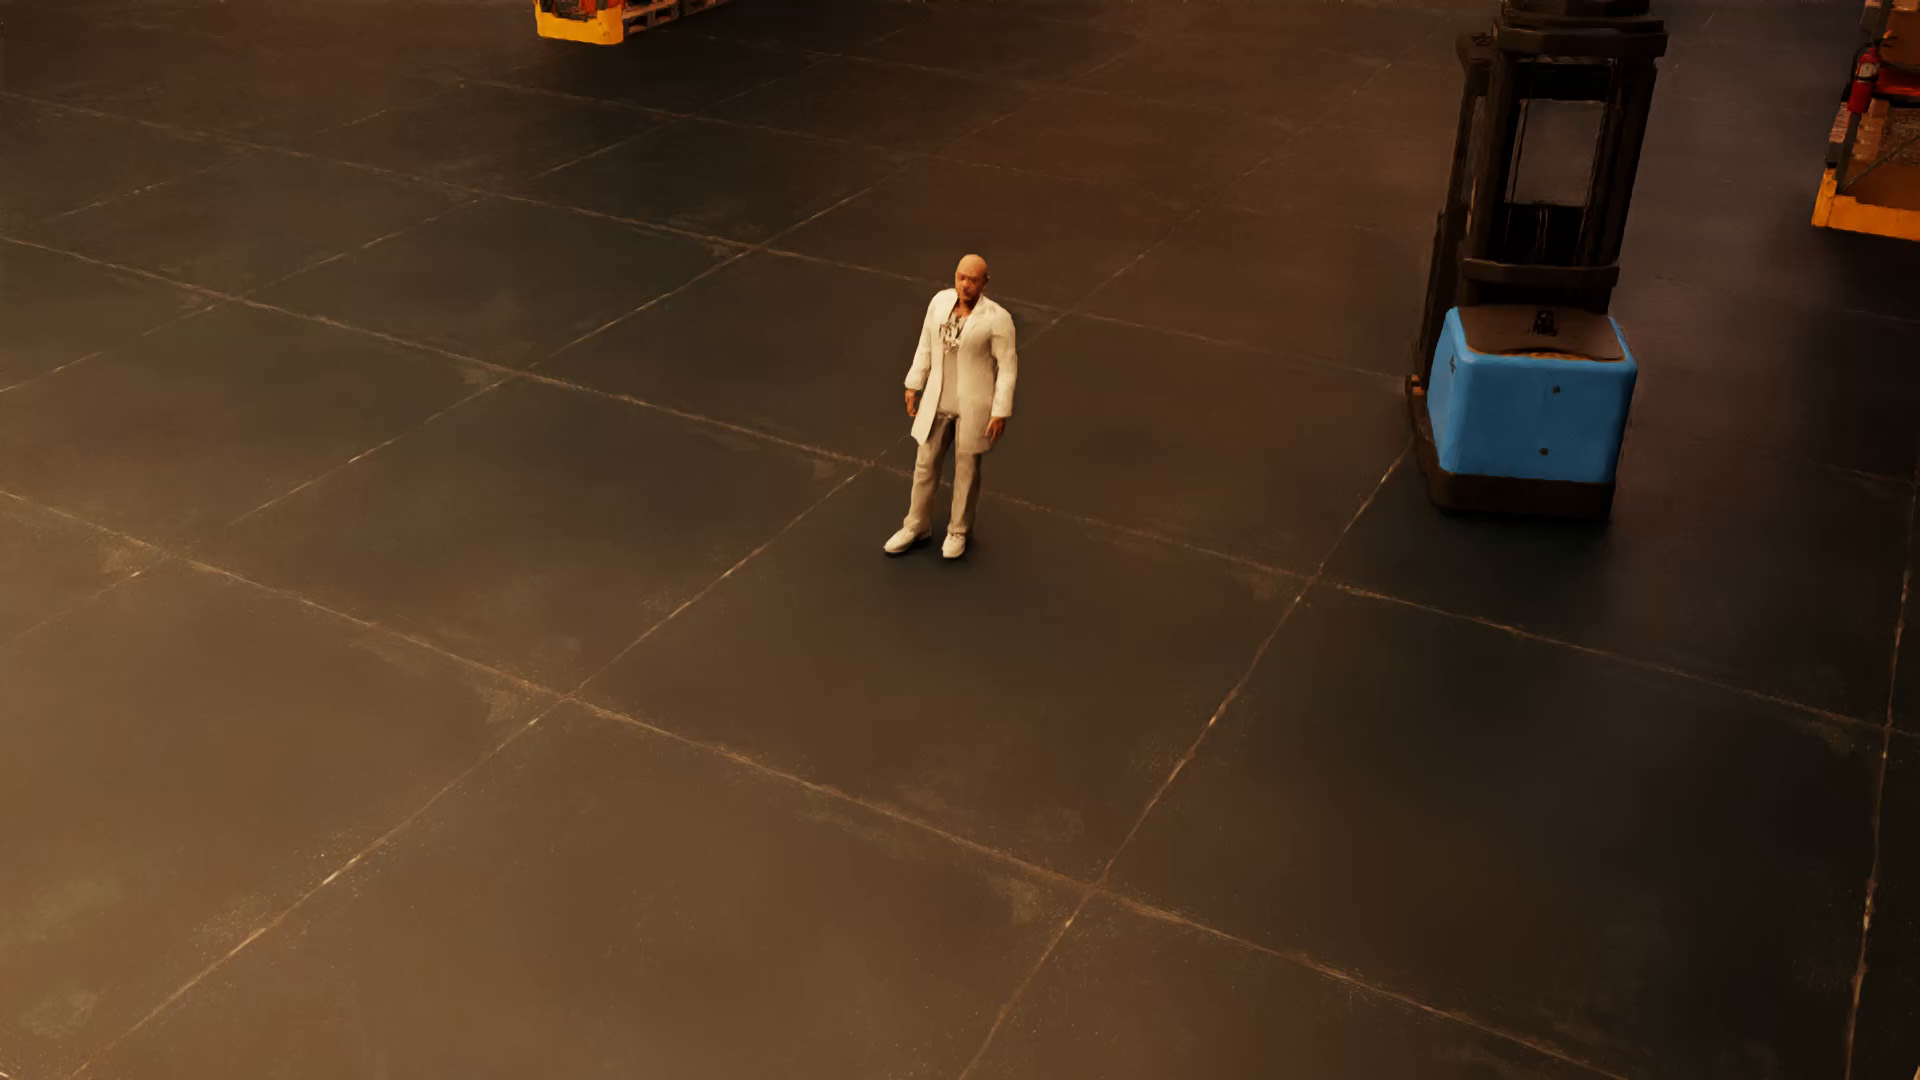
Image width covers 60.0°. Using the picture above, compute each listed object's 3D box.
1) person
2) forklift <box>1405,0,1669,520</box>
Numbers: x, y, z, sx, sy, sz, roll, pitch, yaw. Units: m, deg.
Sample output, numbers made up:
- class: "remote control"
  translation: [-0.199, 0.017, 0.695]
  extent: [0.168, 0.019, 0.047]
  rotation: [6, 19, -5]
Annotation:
- class: "person"
  translation: [-0.048, -0.737, 9.488]
  extent: [0.694, 1.776, 0.579]
  rotation: [15, 33, 25]
- class: "forklift"
  translation: [3.660, -2.111, 10.729]
  extent: [1.130, 2.935, 3.031]
  rotation: [4, 30, 8]
